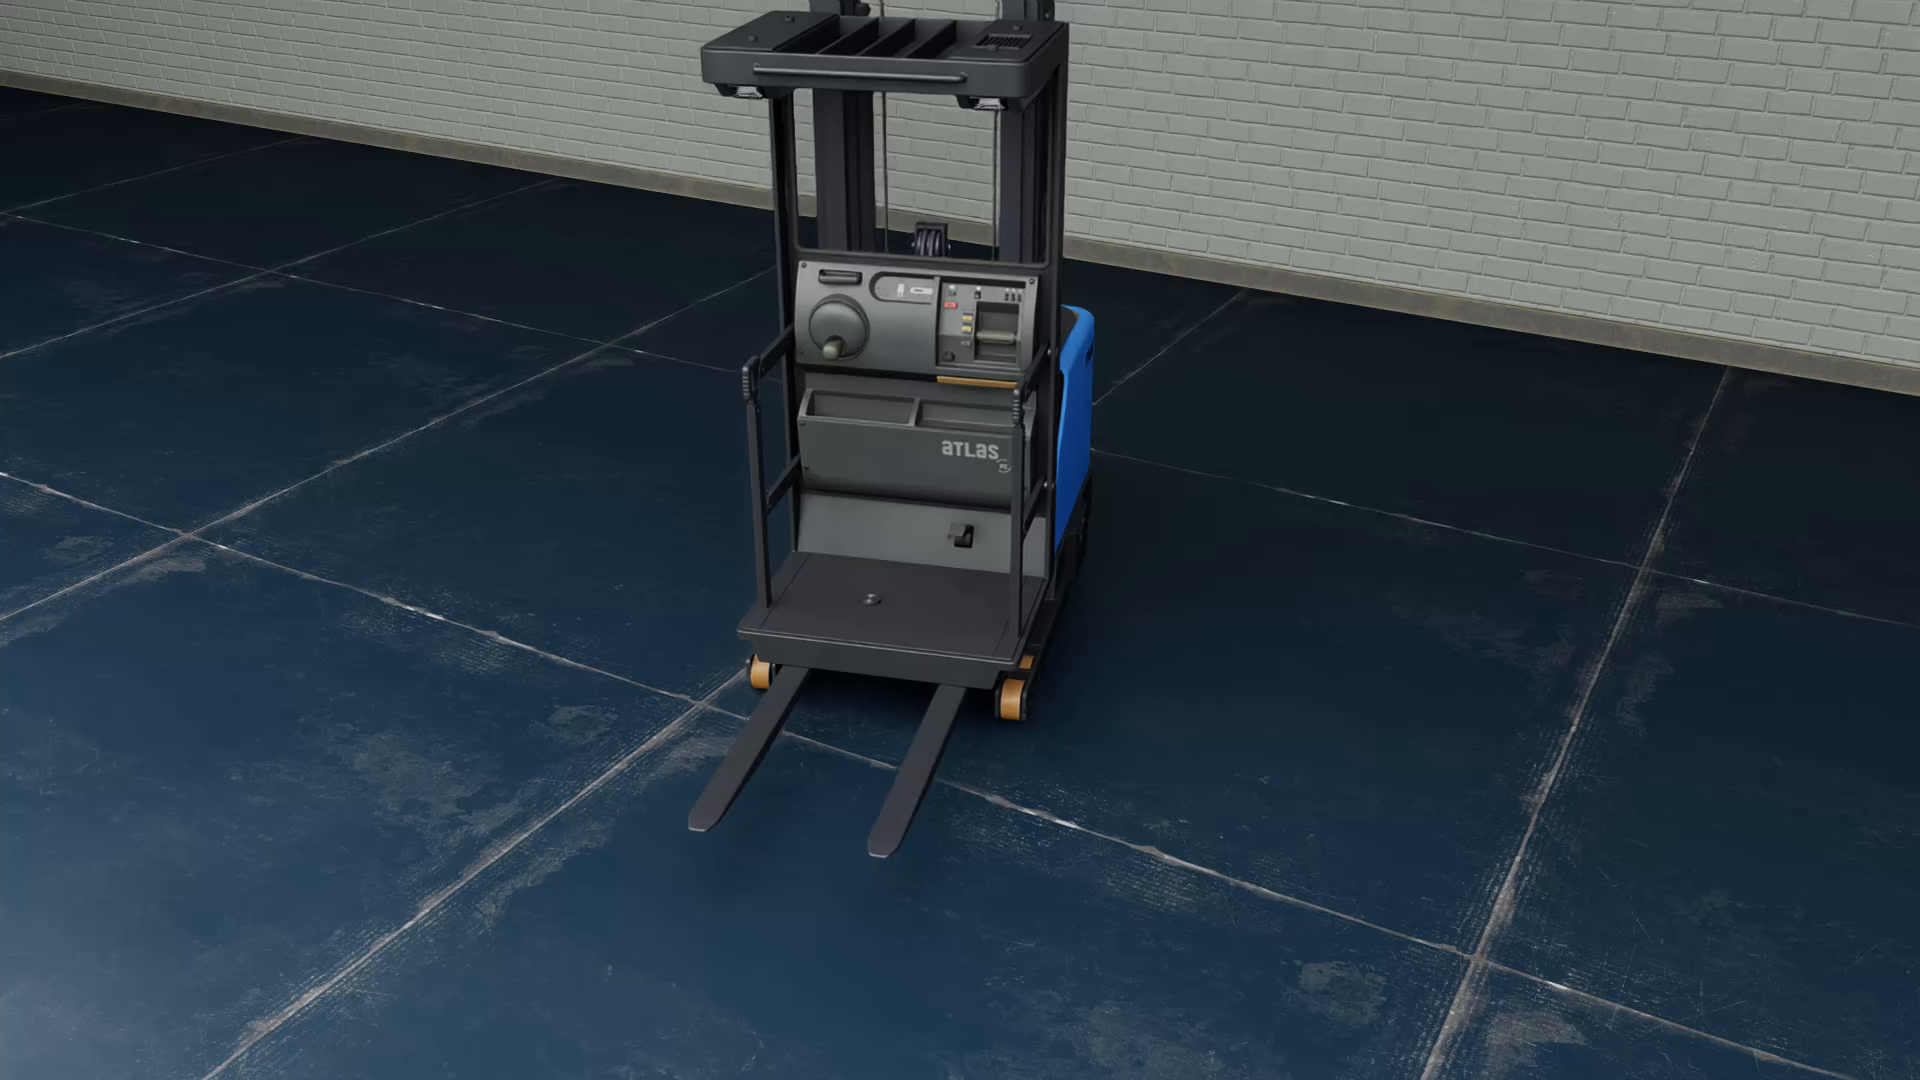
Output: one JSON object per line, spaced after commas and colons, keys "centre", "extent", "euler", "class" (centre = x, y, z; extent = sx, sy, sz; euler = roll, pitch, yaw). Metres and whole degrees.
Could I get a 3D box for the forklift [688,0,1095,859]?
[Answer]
{"centre": [-0.215, -0.802, 6.078], "extent": [1.130, 2.935, 3.031], "euler": [6, 27, 12], "class": "forklift"}
